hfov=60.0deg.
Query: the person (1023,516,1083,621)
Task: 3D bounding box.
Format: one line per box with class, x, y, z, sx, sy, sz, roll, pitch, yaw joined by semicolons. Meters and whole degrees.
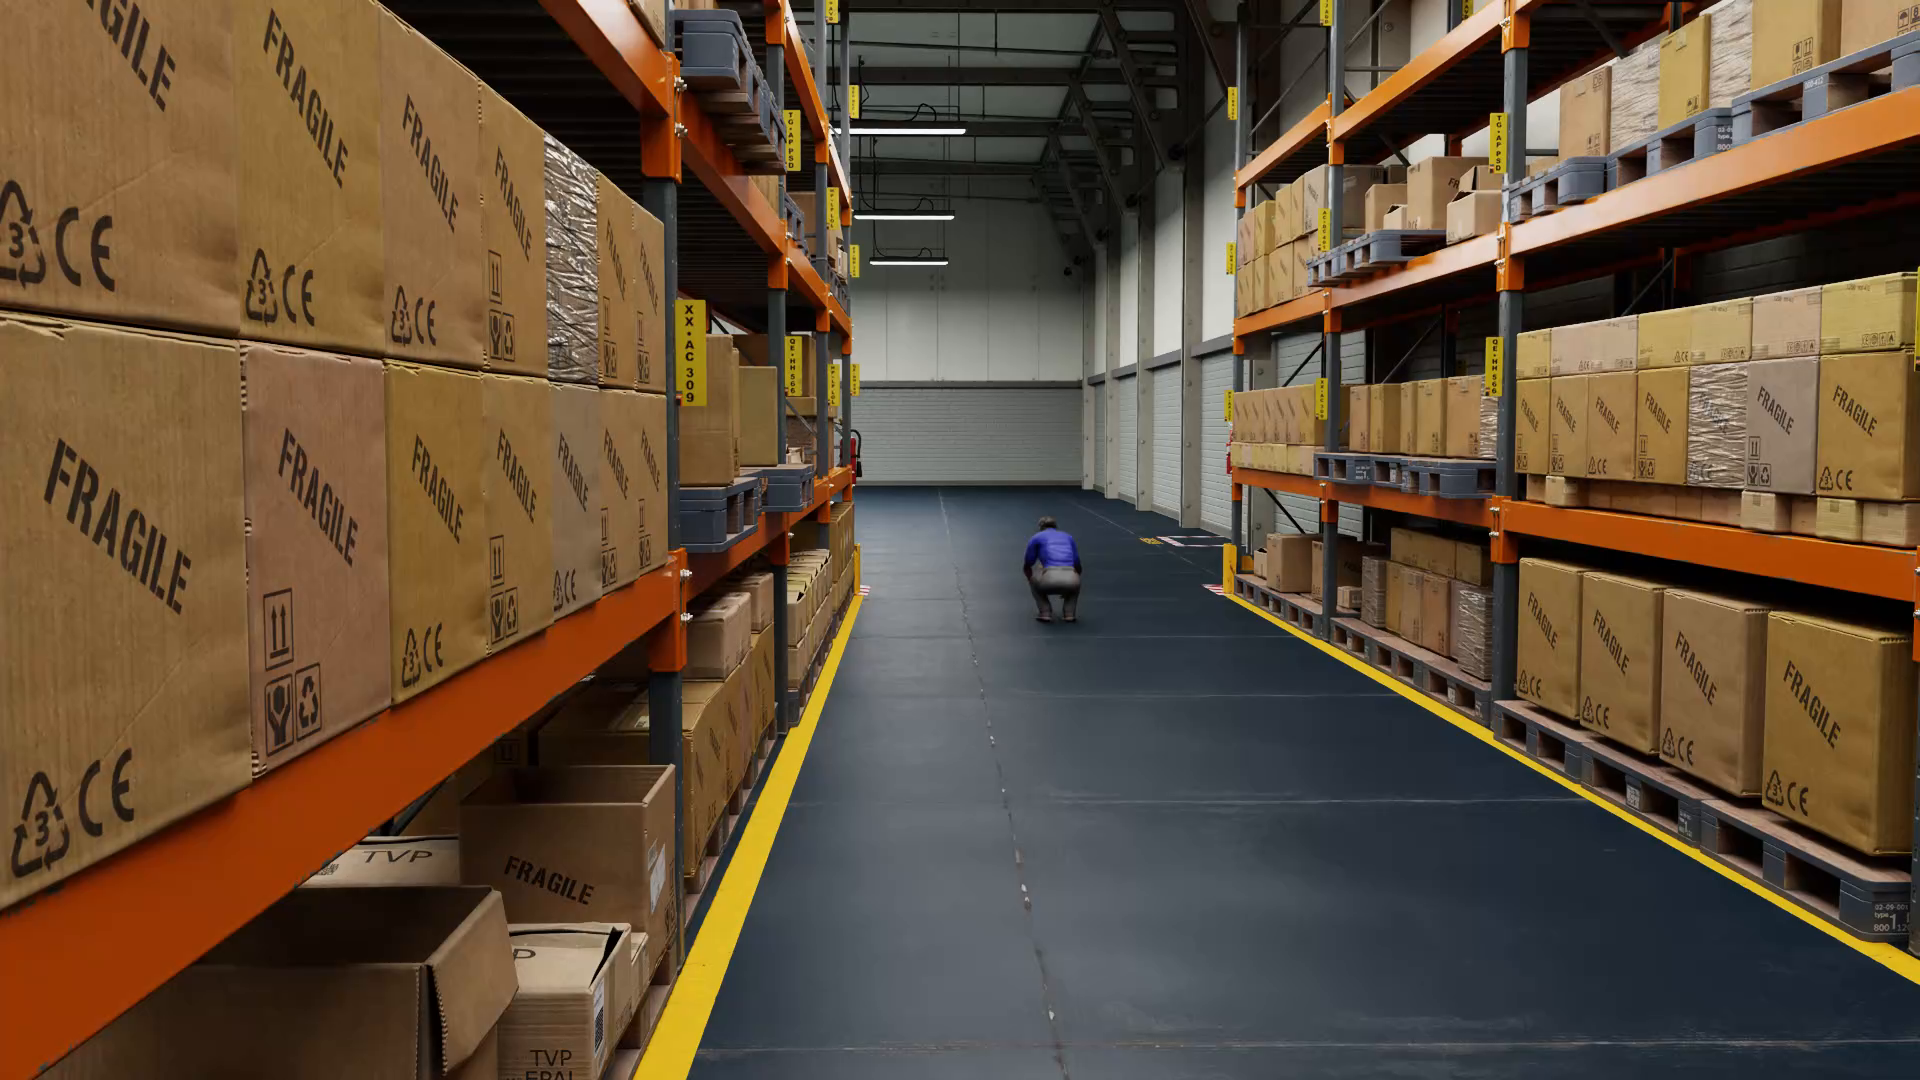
person;0.838;0.252;14.872;0.535;0.924;0.685;0;4;-1
